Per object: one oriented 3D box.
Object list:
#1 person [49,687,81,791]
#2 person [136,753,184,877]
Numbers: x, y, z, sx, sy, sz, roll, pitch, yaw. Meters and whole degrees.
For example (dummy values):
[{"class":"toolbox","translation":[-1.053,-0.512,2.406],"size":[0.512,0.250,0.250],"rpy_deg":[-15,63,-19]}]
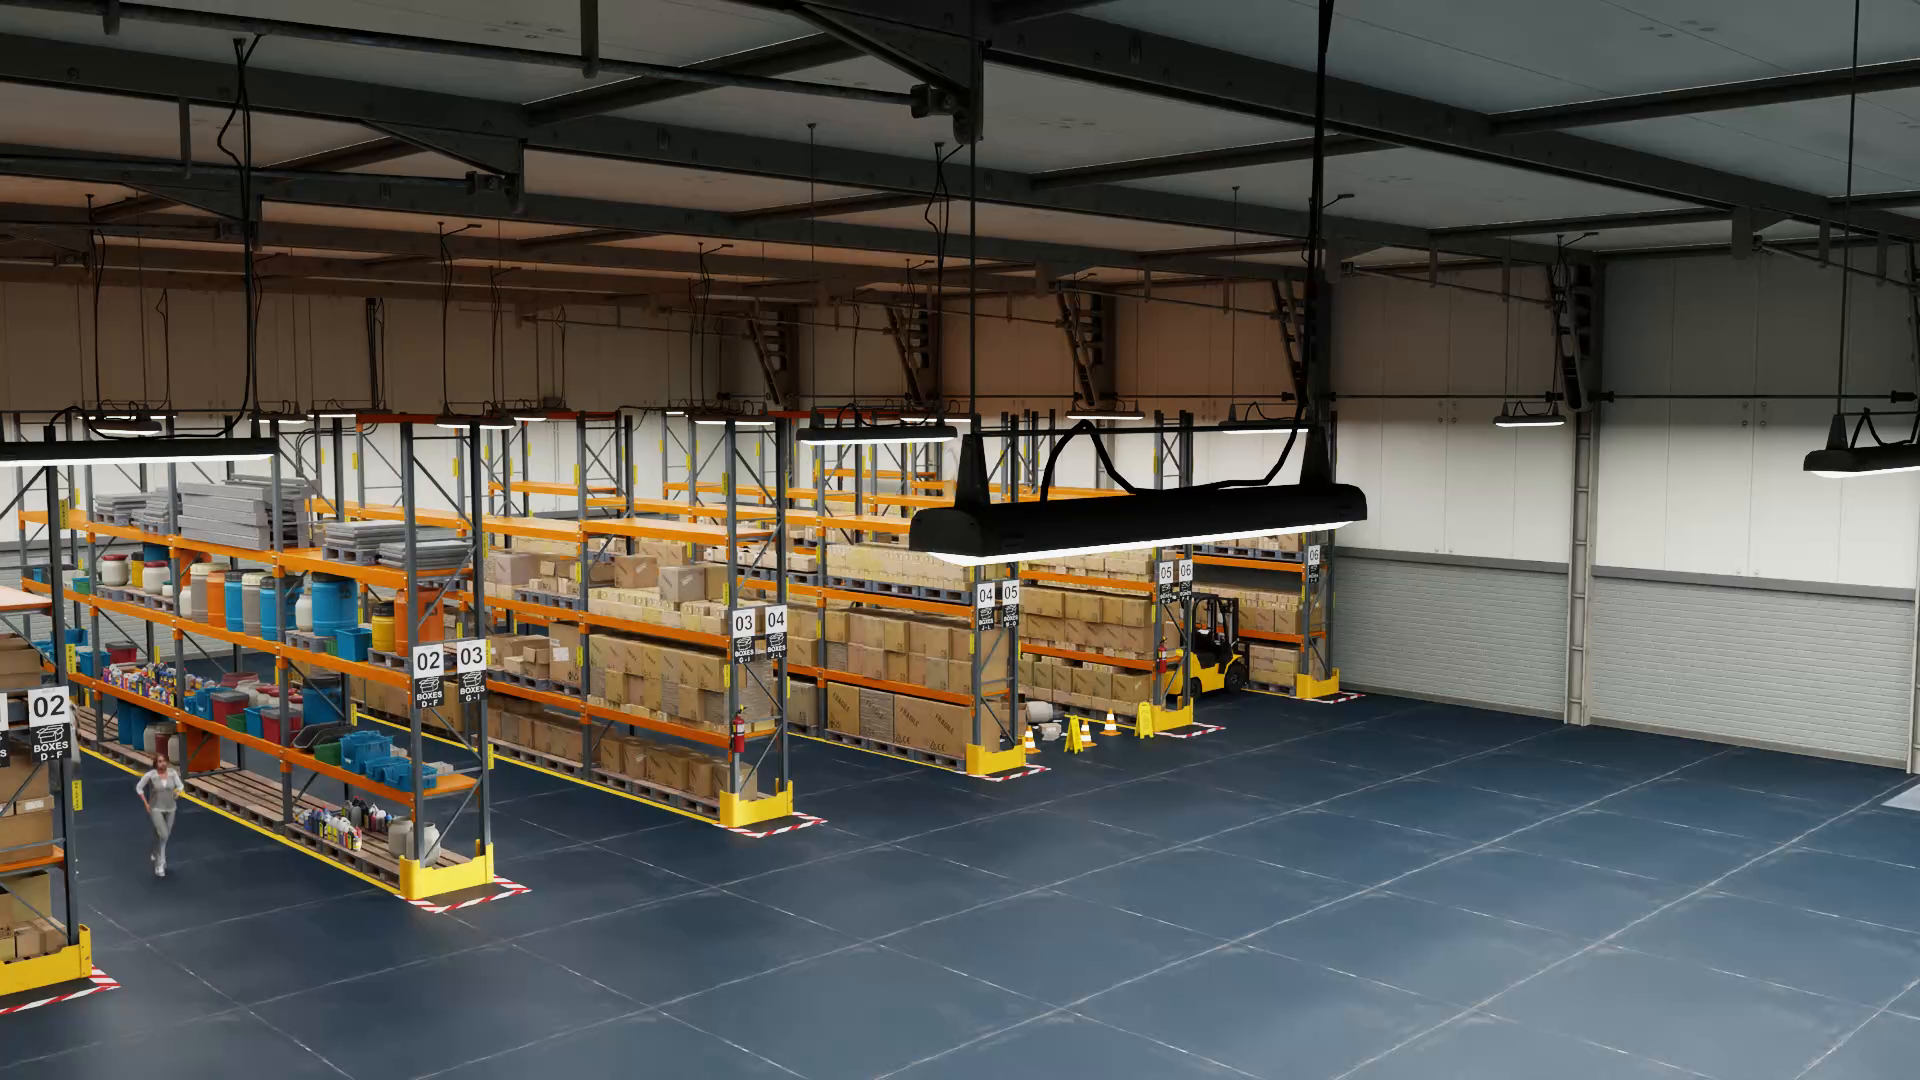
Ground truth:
[{"class":"person","translation":[-14.211,3.182,26.296],"size":[0.640,1.847,0.795],"rpy_deg":[-5,7,-44]},{"class":"person","translation":[-10.594,3.632,22.083],"size":[0.671,1.655,0.547],"rpy_deg":[5,7,42]}]
